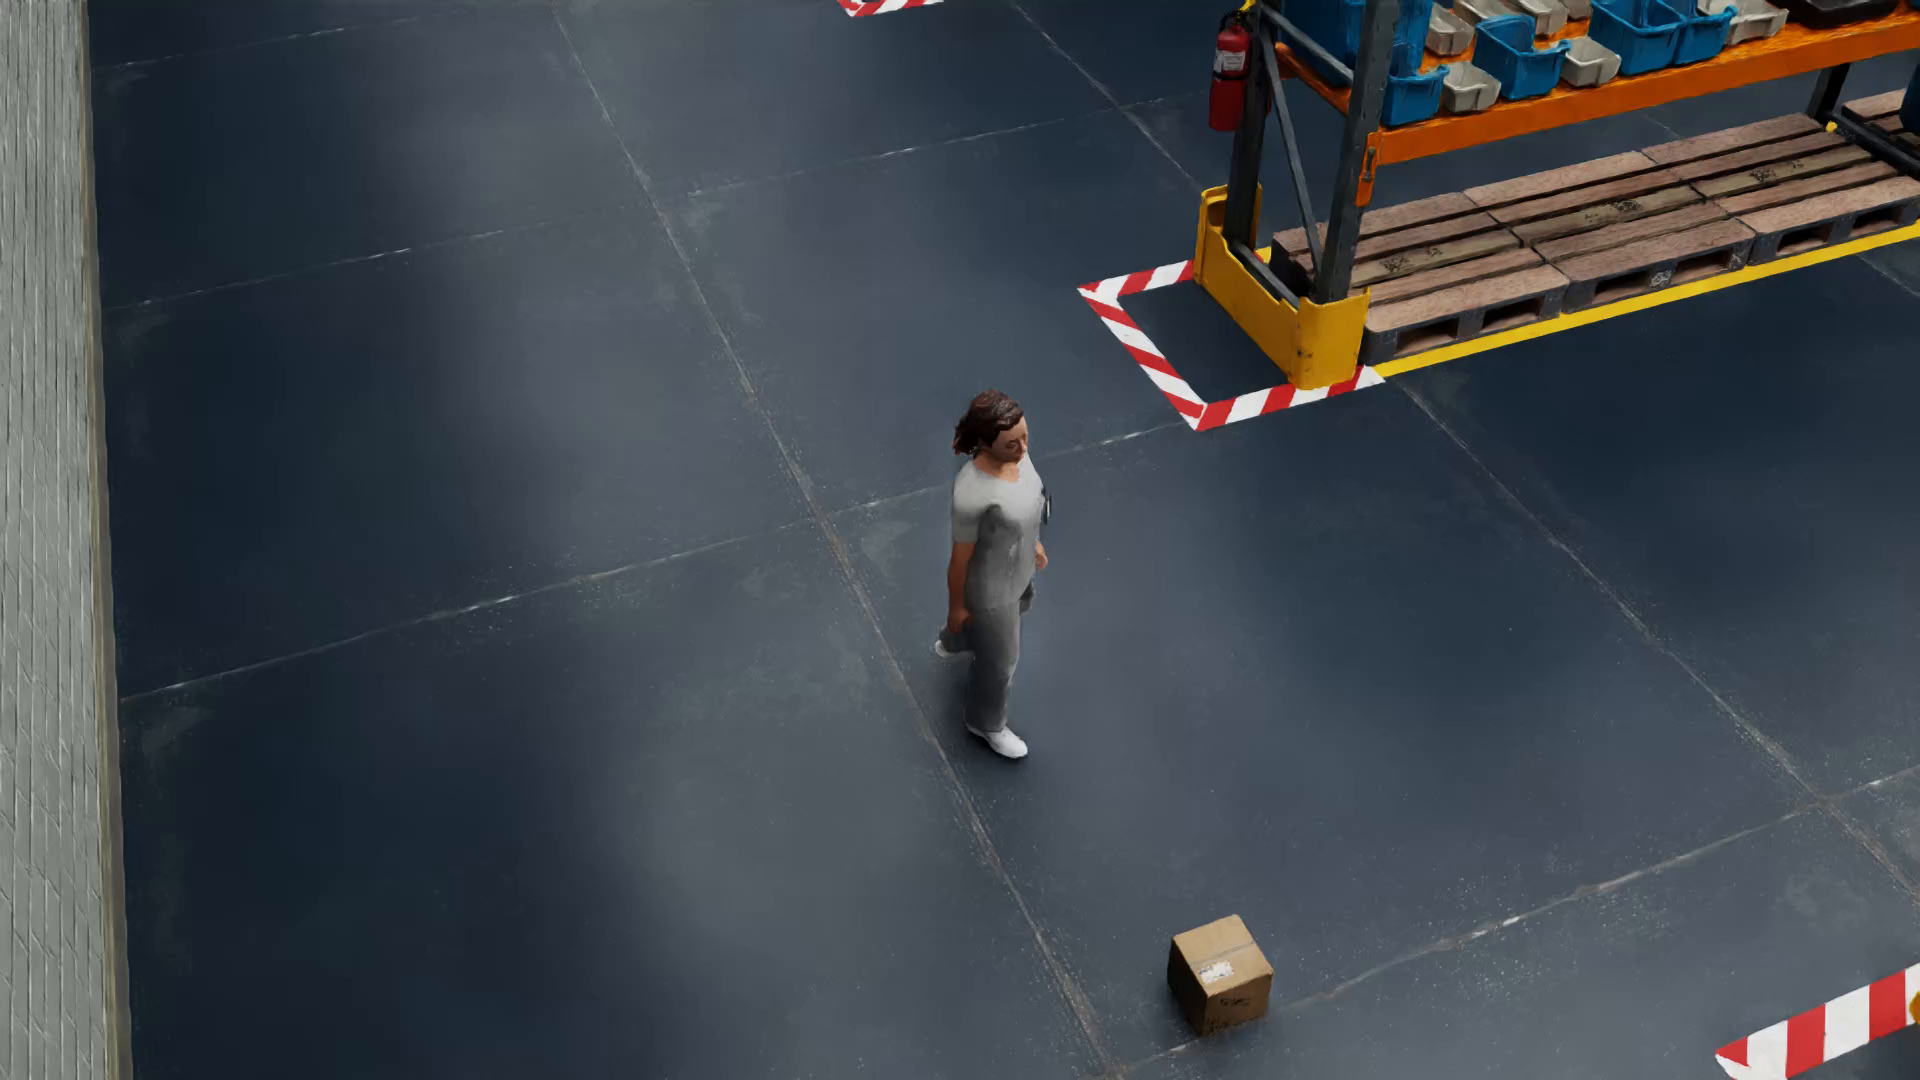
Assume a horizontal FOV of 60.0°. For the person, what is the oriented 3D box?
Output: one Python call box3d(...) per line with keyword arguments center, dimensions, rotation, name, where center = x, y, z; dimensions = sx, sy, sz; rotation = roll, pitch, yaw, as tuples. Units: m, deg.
box3d(center=(0.096, 0.148, 6.192), dimensions=(0.502, 1.407, 0.650), rotation=(15, 44, 16), name="person")
